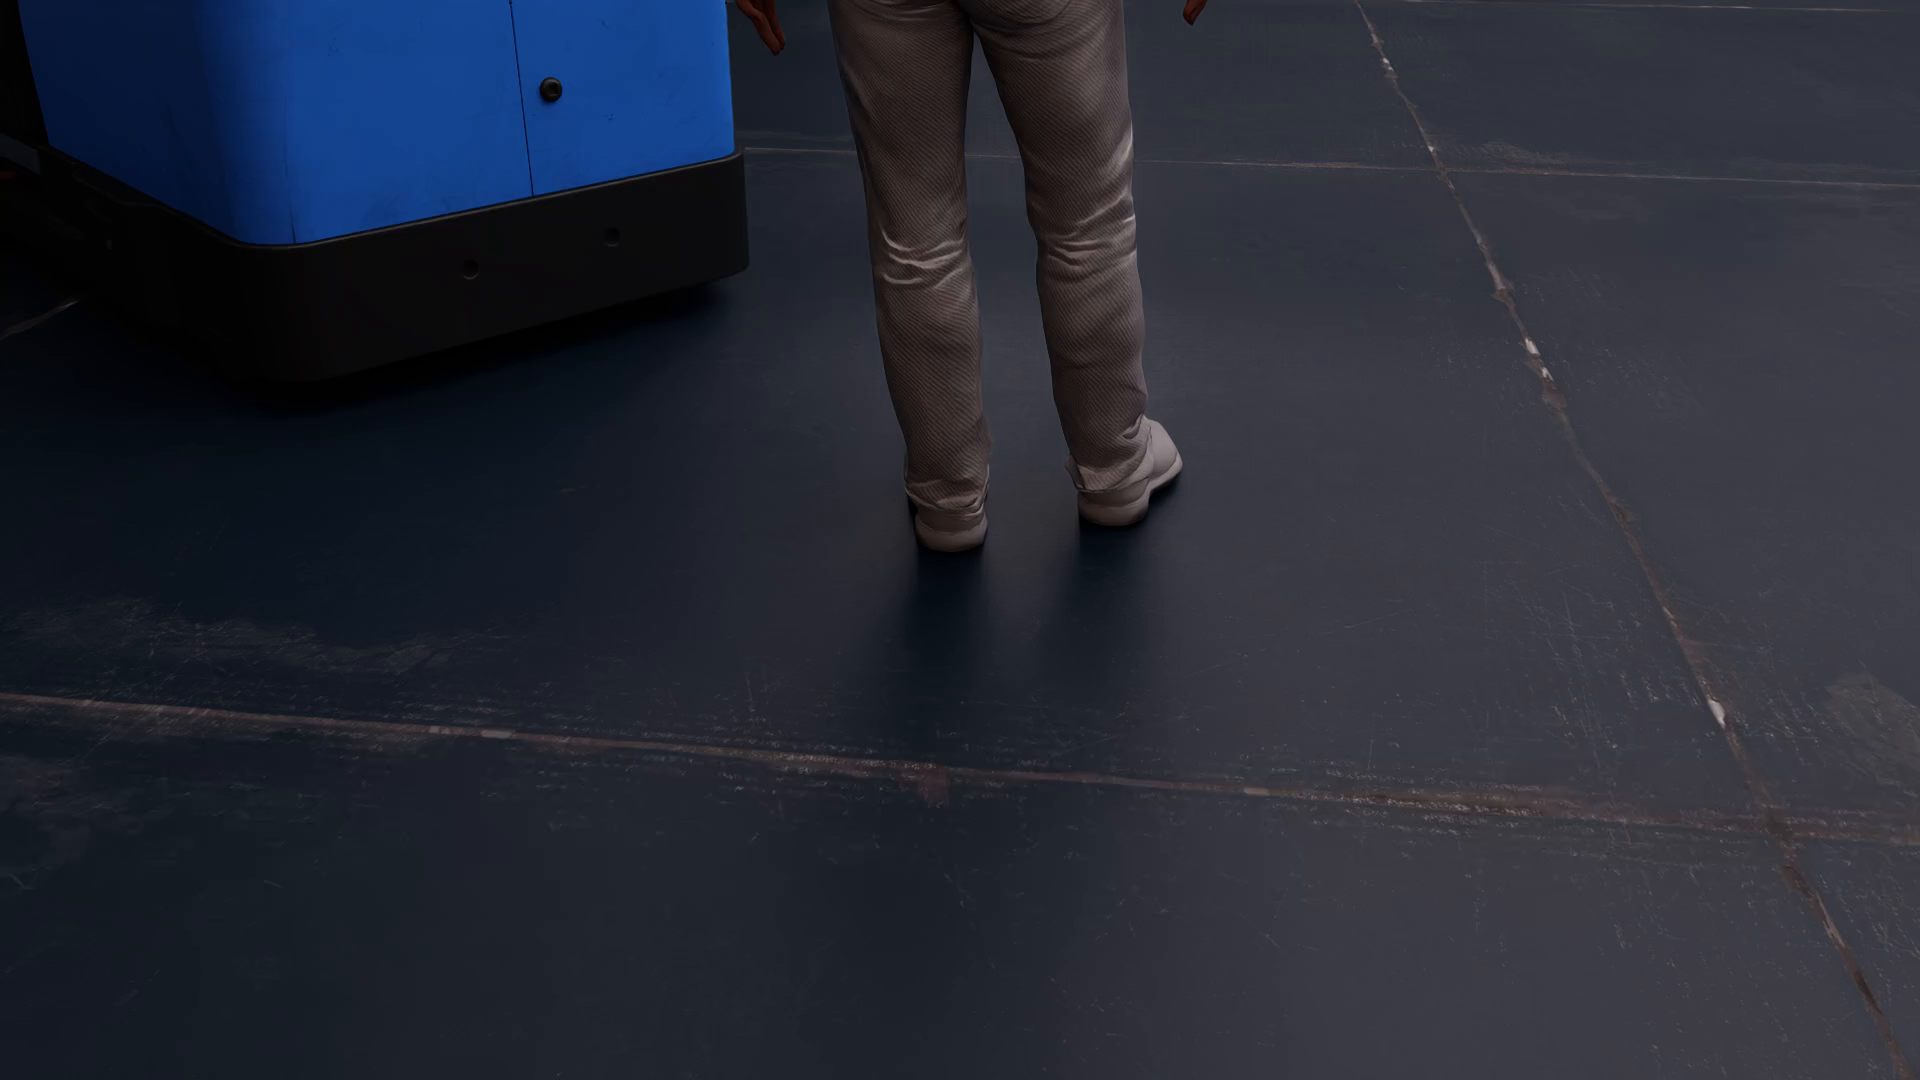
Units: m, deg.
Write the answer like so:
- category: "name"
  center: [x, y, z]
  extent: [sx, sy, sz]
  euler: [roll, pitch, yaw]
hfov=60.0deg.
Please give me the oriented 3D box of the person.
- category: "person"
  center: [0.015, -0.827, 2.163]
  extent: [0.666, 1.765, 0.577]
  euler: [3, 27, 7]

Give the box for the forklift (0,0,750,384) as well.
- category: "forklift"
  center: [-1.822, -2.152, 3.530]
  extent: [1.130, 2.935, 3.031]
  euler: [-23, 35, -38]
